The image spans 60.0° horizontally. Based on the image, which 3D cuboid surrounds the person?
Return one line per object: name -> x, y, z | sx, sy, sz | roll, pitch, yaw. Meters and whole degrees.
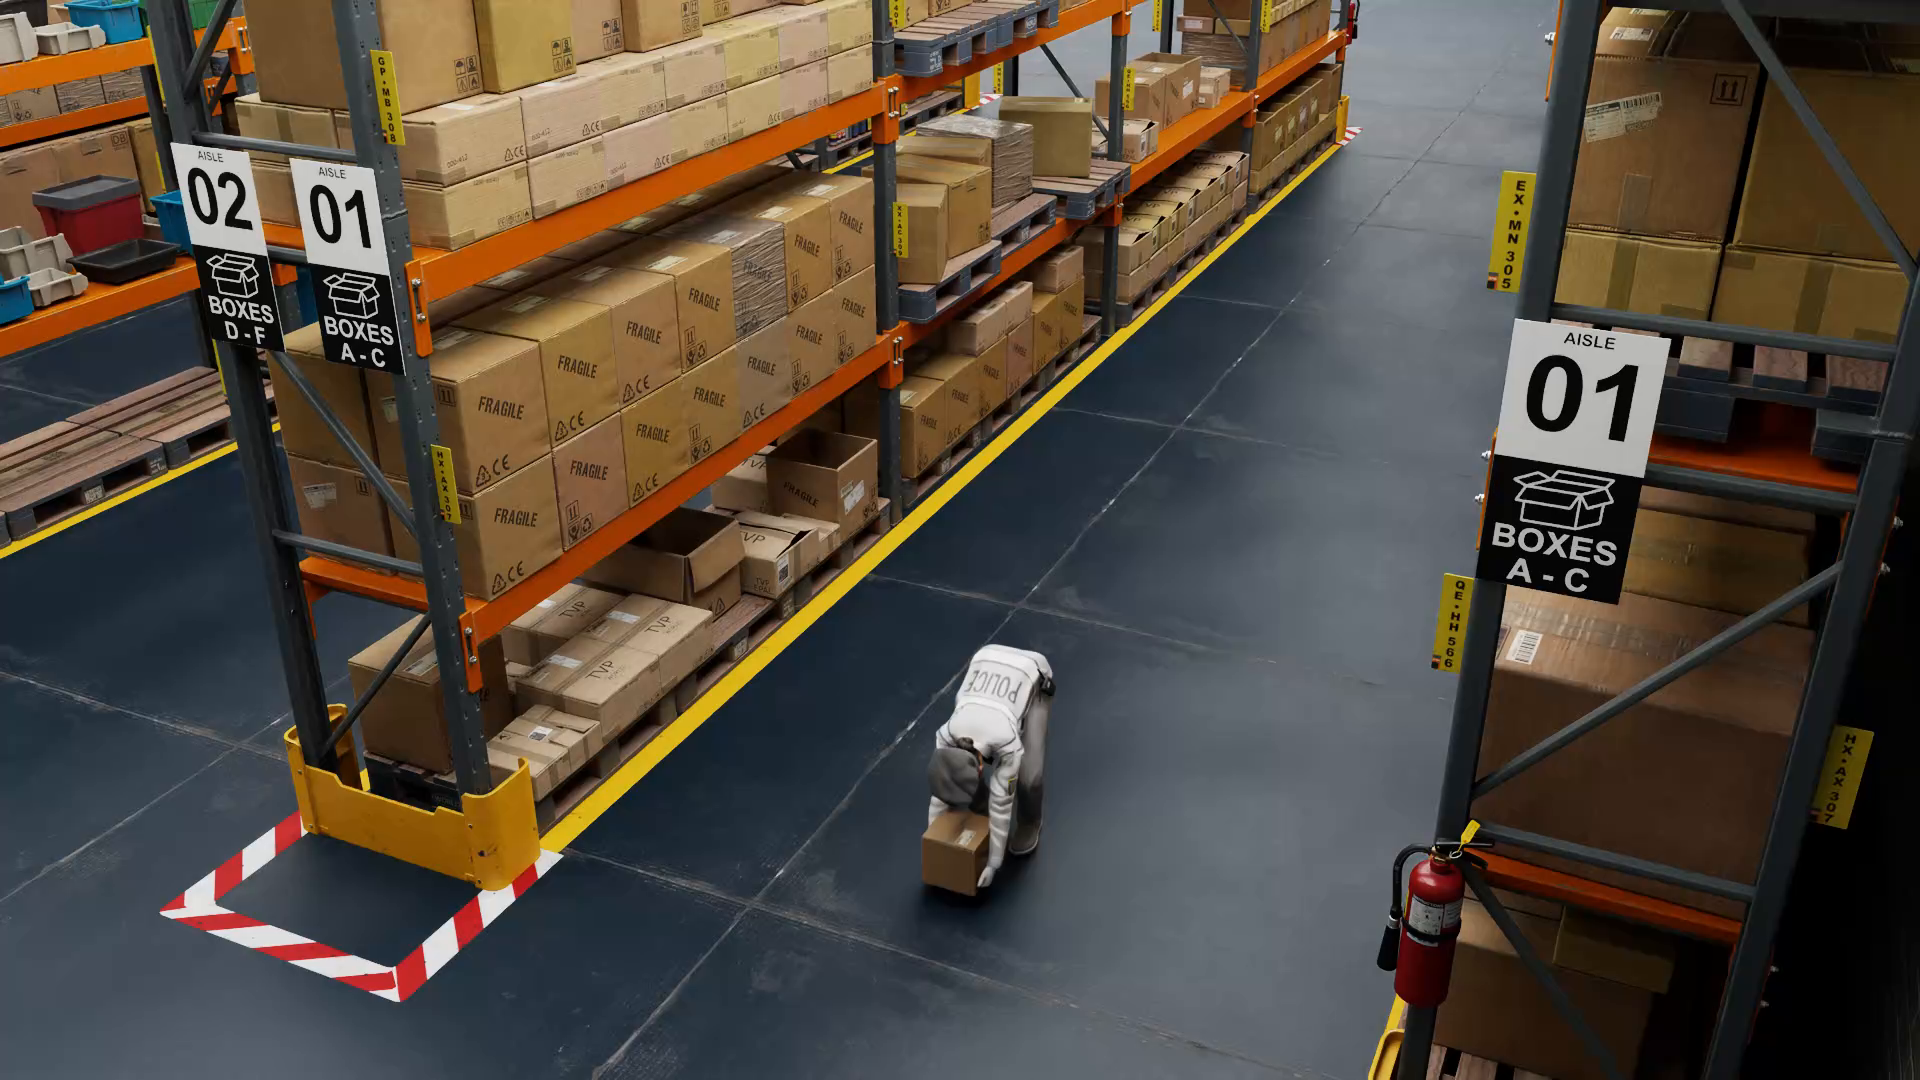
person -> 0.134, 1.018, 7.379 | 0.448, 0.933, 0.877 | 10, 28, 19
